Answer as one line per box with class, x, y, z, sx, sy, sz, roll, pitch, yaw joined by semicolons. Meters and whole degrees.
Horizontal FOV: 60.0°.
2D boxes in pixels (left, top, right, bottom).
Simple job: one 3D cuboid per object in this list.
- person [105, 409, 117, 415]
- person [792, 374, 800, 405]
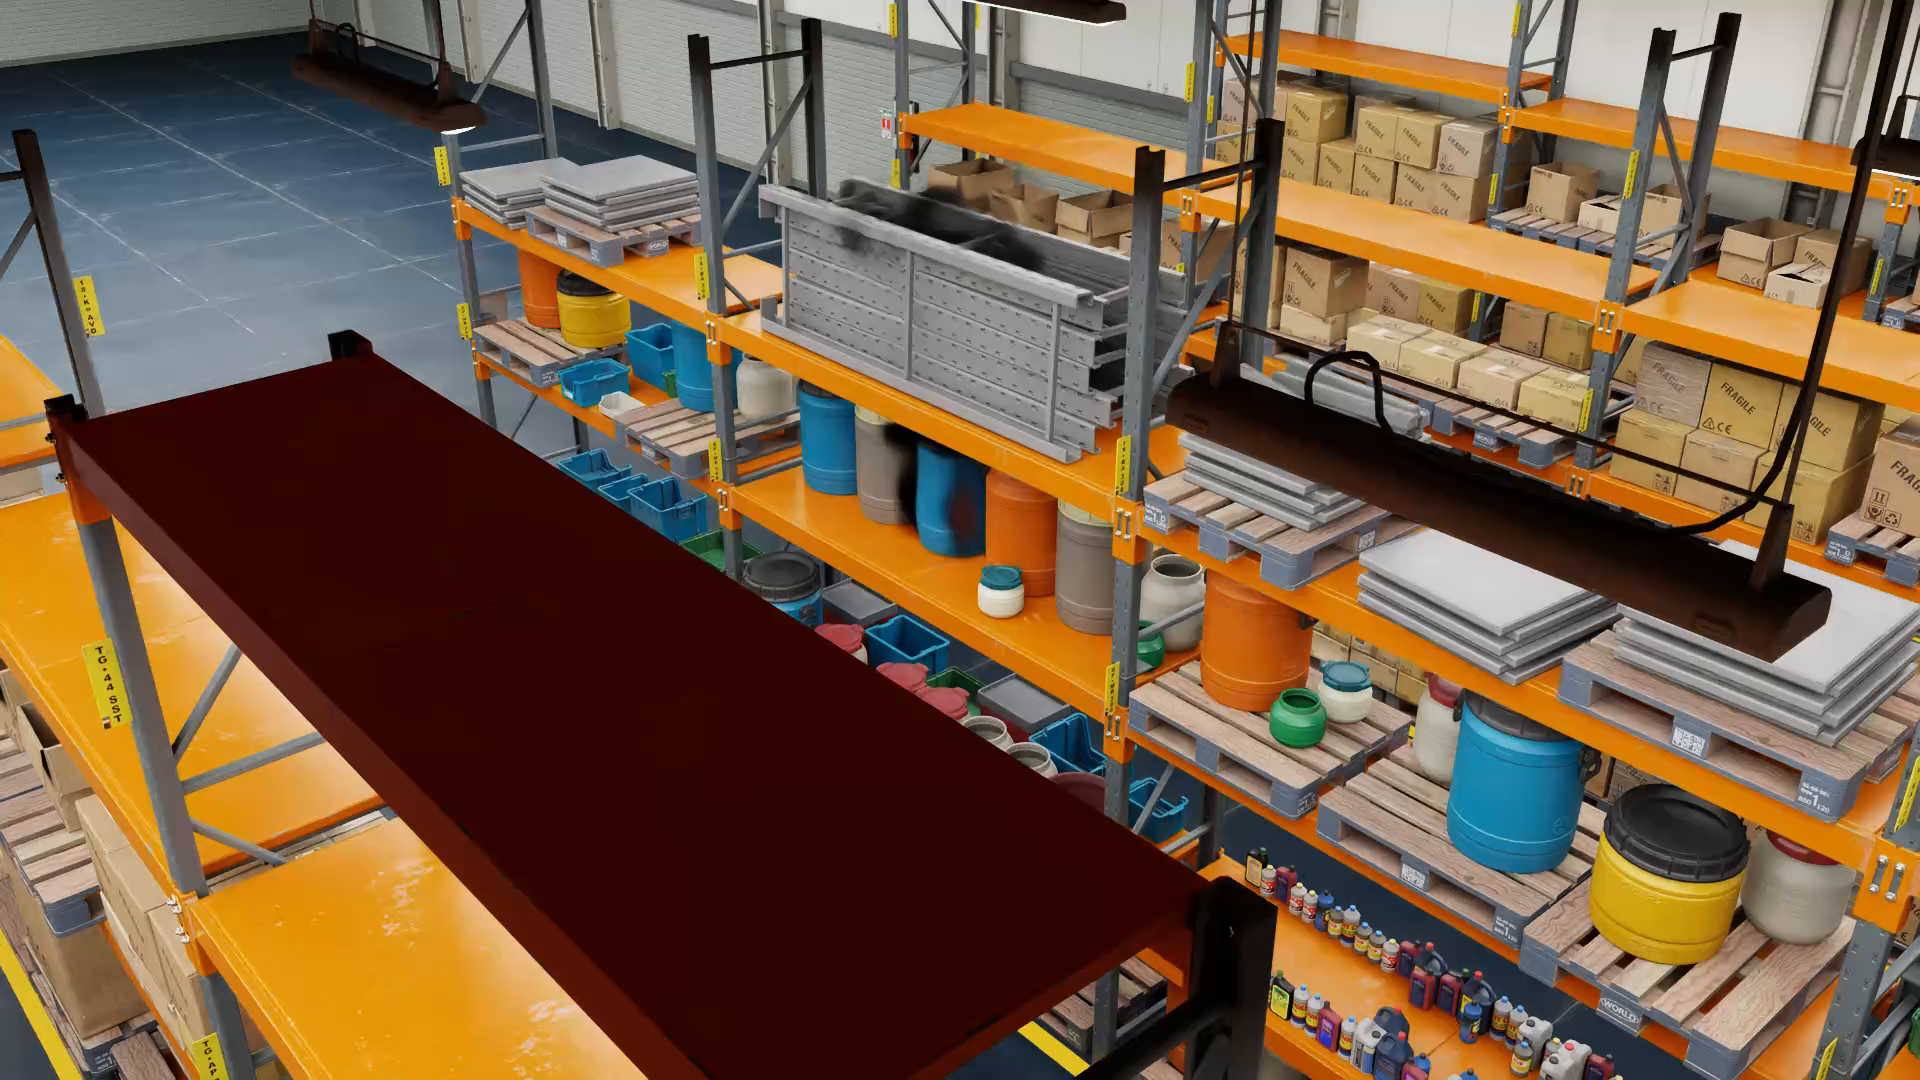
person;-8.404;-0.500;16.603;0.695;1.741;0.693;-5;27;-9
person;-1.870;-2.116;19.908;0.876;1.678;0.583;-5;27;-11
